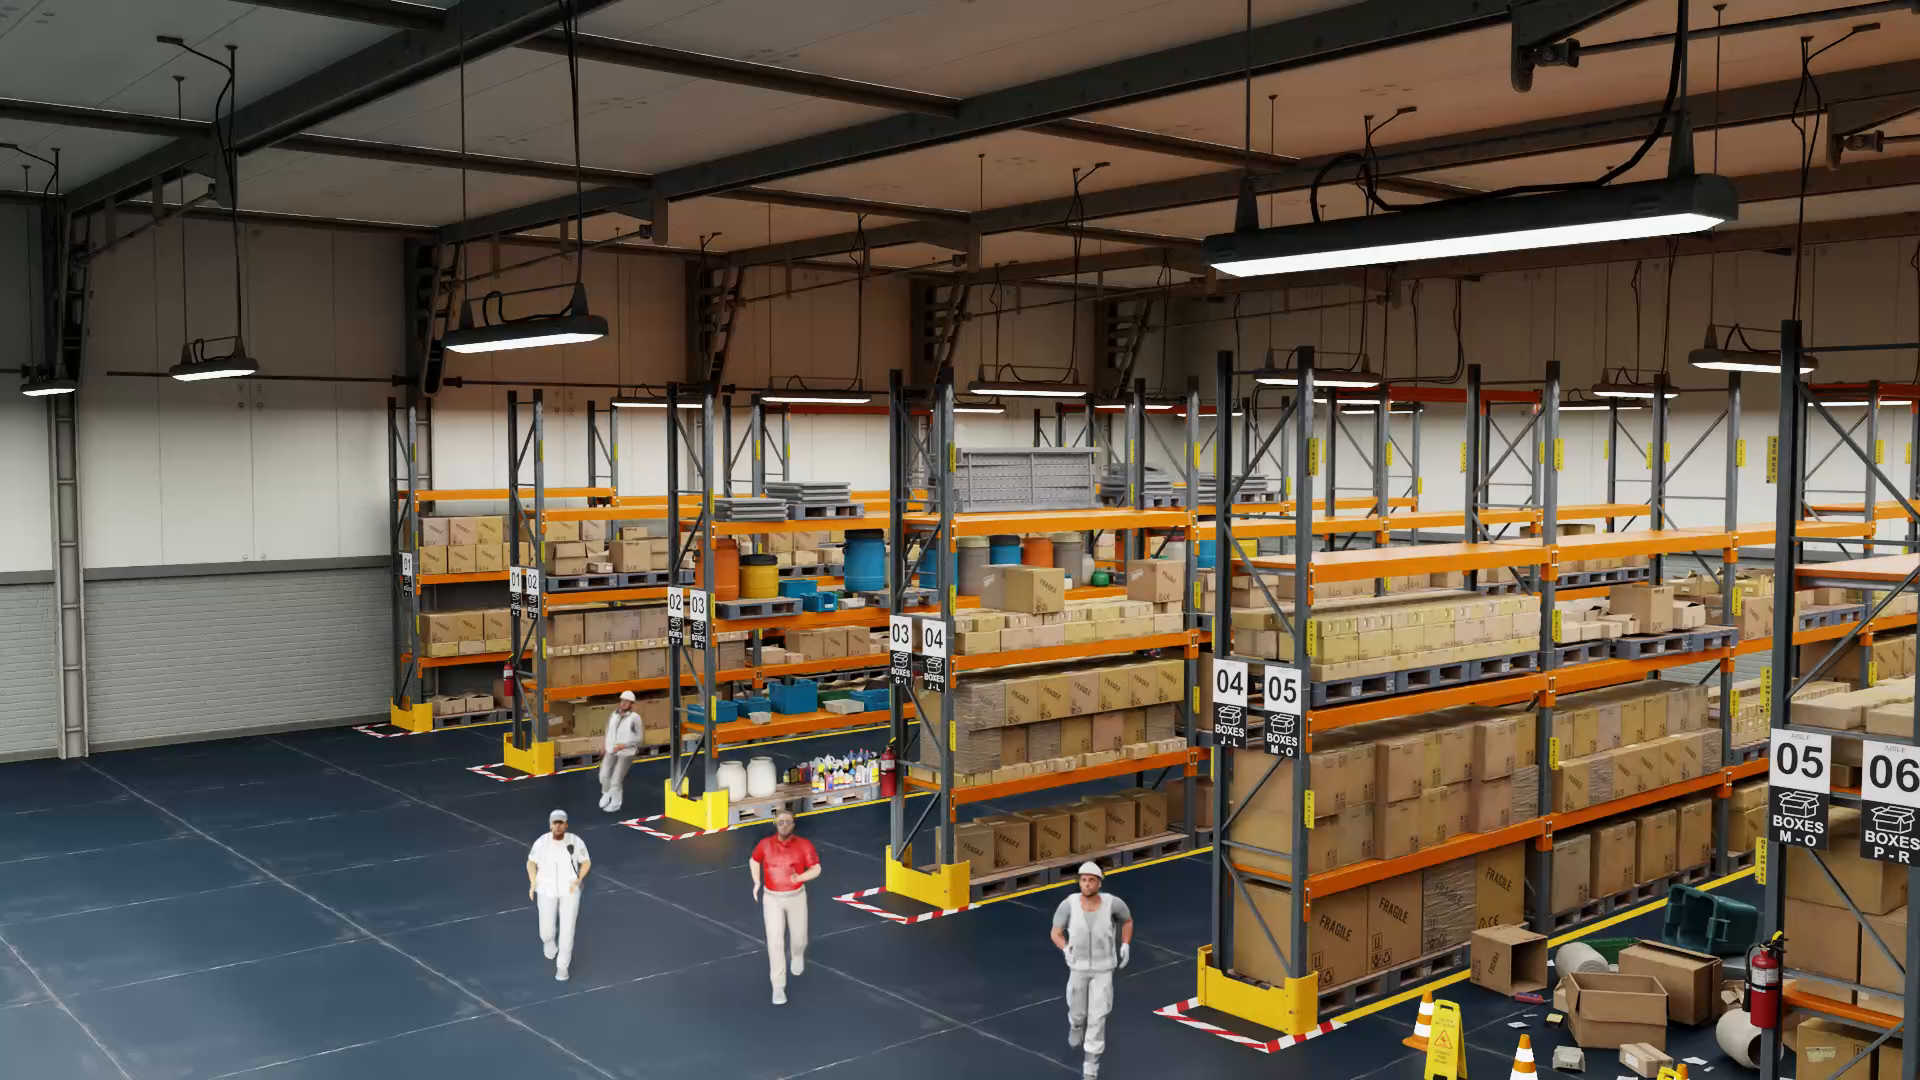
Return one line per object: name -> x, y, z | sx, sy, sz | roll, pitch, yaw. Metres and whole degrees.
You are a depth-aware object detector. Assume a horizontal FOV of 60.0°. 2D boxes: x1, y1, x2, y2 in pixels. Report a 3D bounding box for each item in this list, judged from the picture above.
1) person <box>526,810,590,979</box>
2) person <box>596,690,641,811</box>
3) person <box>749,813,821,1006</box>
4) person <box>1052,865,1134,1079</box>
person -> -3.880, 3.421, 16.051 | 0.610, 1.625, 0.546 | -1, 3, -10
person -> -4.749, 2.948, 23.091 | 0.641, 1.699, 0.640 | 1, 3, 13
person -> -1.640, 3.435, 15.556 | 0.676, 1.628, 0.842 | 0, 3, -4
person -> 1.076, 3.501, 13.500 | 0.664, 1.780, 0.867 | 0, 3, 7
